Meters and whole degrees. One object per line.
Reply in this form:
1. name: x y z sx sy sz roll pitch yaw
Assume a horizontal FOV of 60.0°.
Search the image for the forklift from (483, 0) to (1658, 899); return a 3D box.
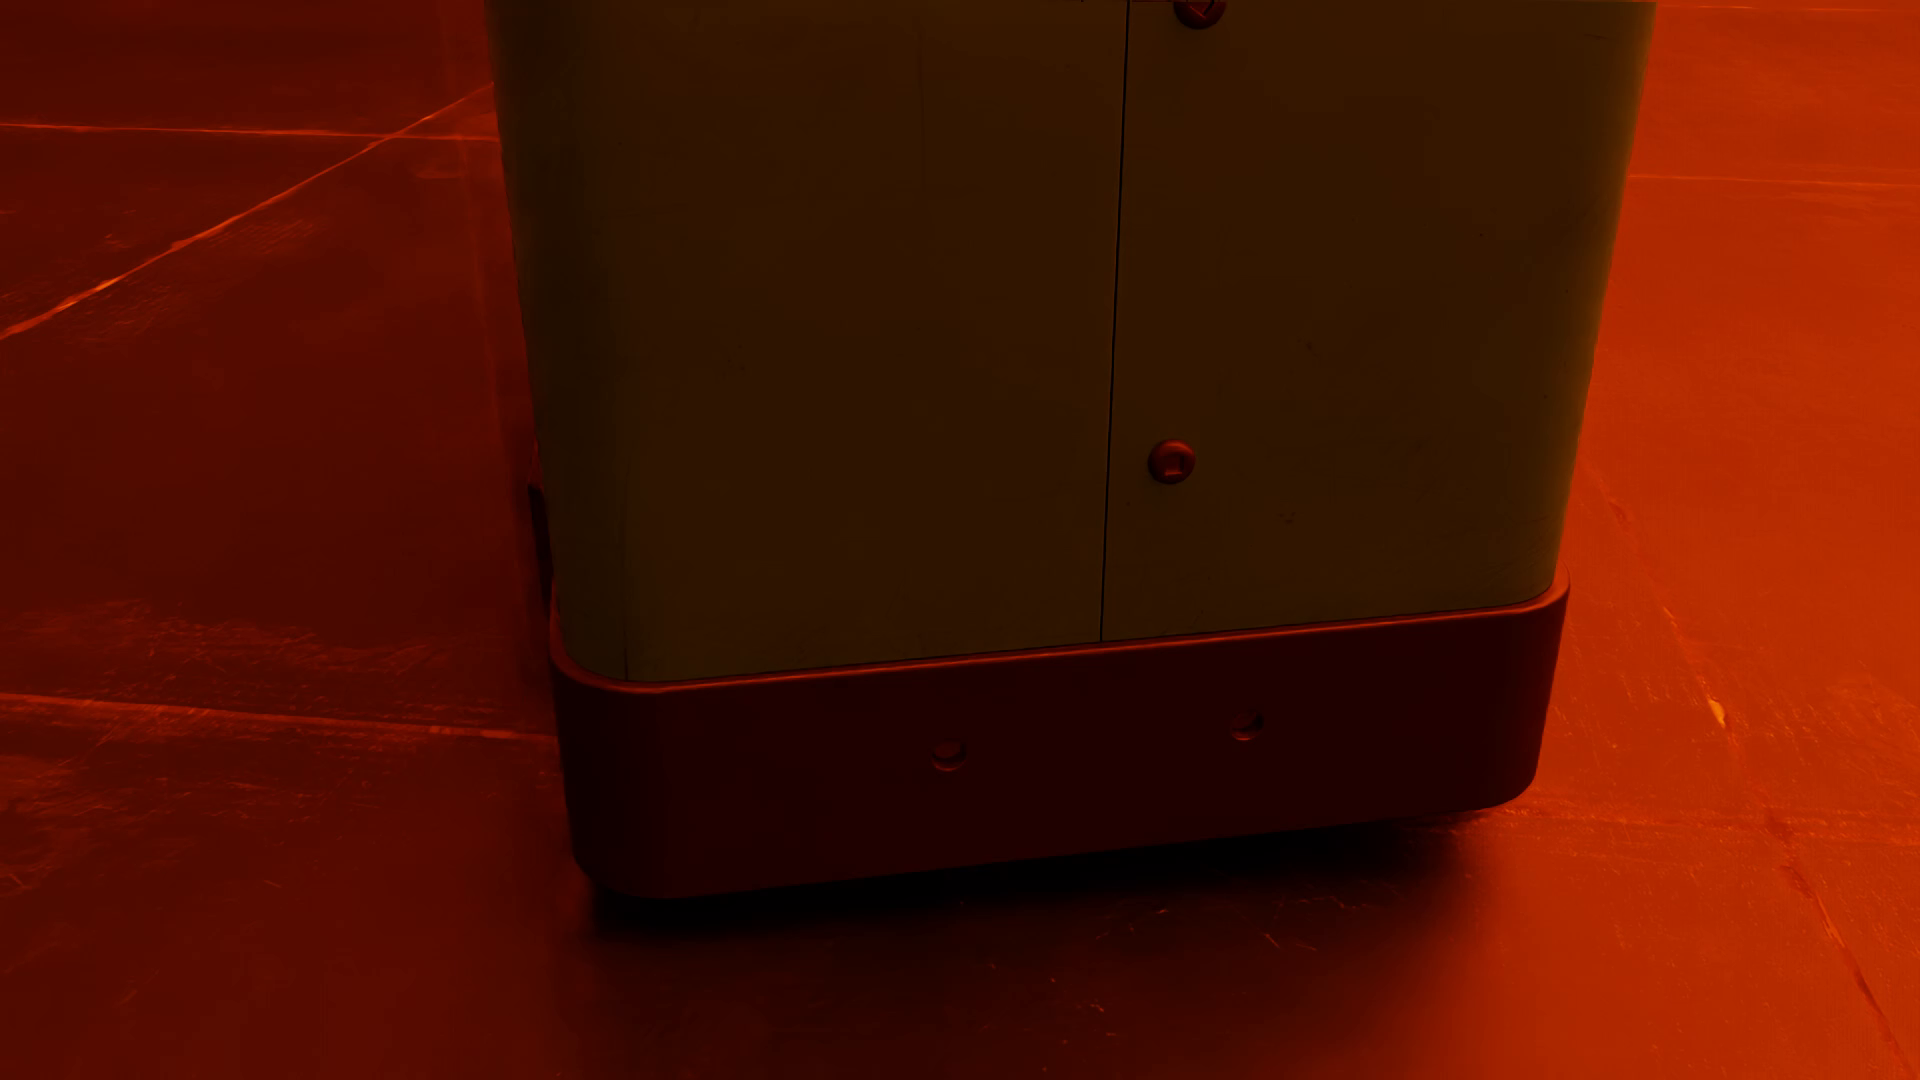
1. forklift: -0.128 -1.593 2.410 1.130 2.935 3.031 -5 27 -9
